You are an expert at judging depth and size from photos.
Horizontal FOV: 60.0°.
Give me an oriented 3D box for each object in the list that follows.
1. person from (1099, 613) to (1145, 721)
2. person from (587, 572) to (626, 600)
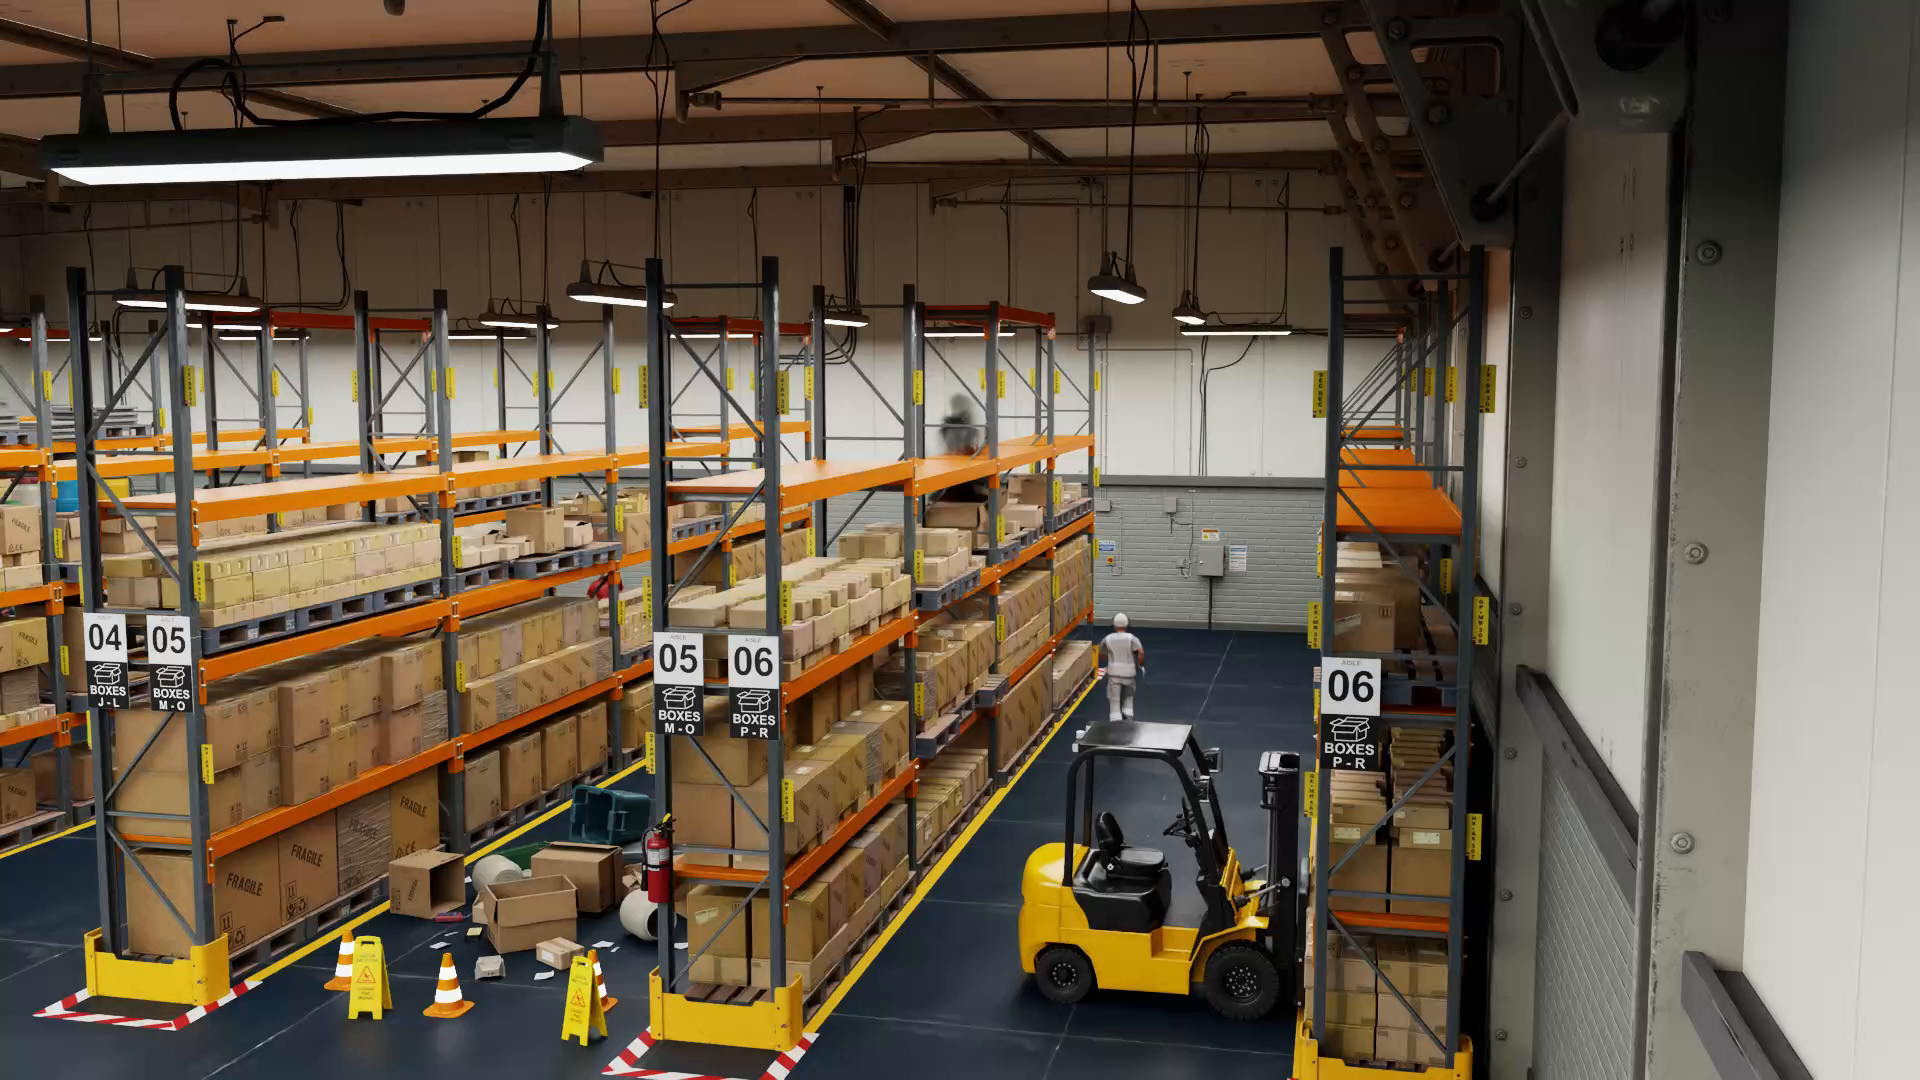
[{"bbox_3d":[2.253,1.935,23.166,0.644,1.845,0.776,0,6,3],"label":"person"},{"bbox_3d":[-6.321,1.314,29.755,0.692,1.696,0.929,-1,6,-12],"label":"person"}]
